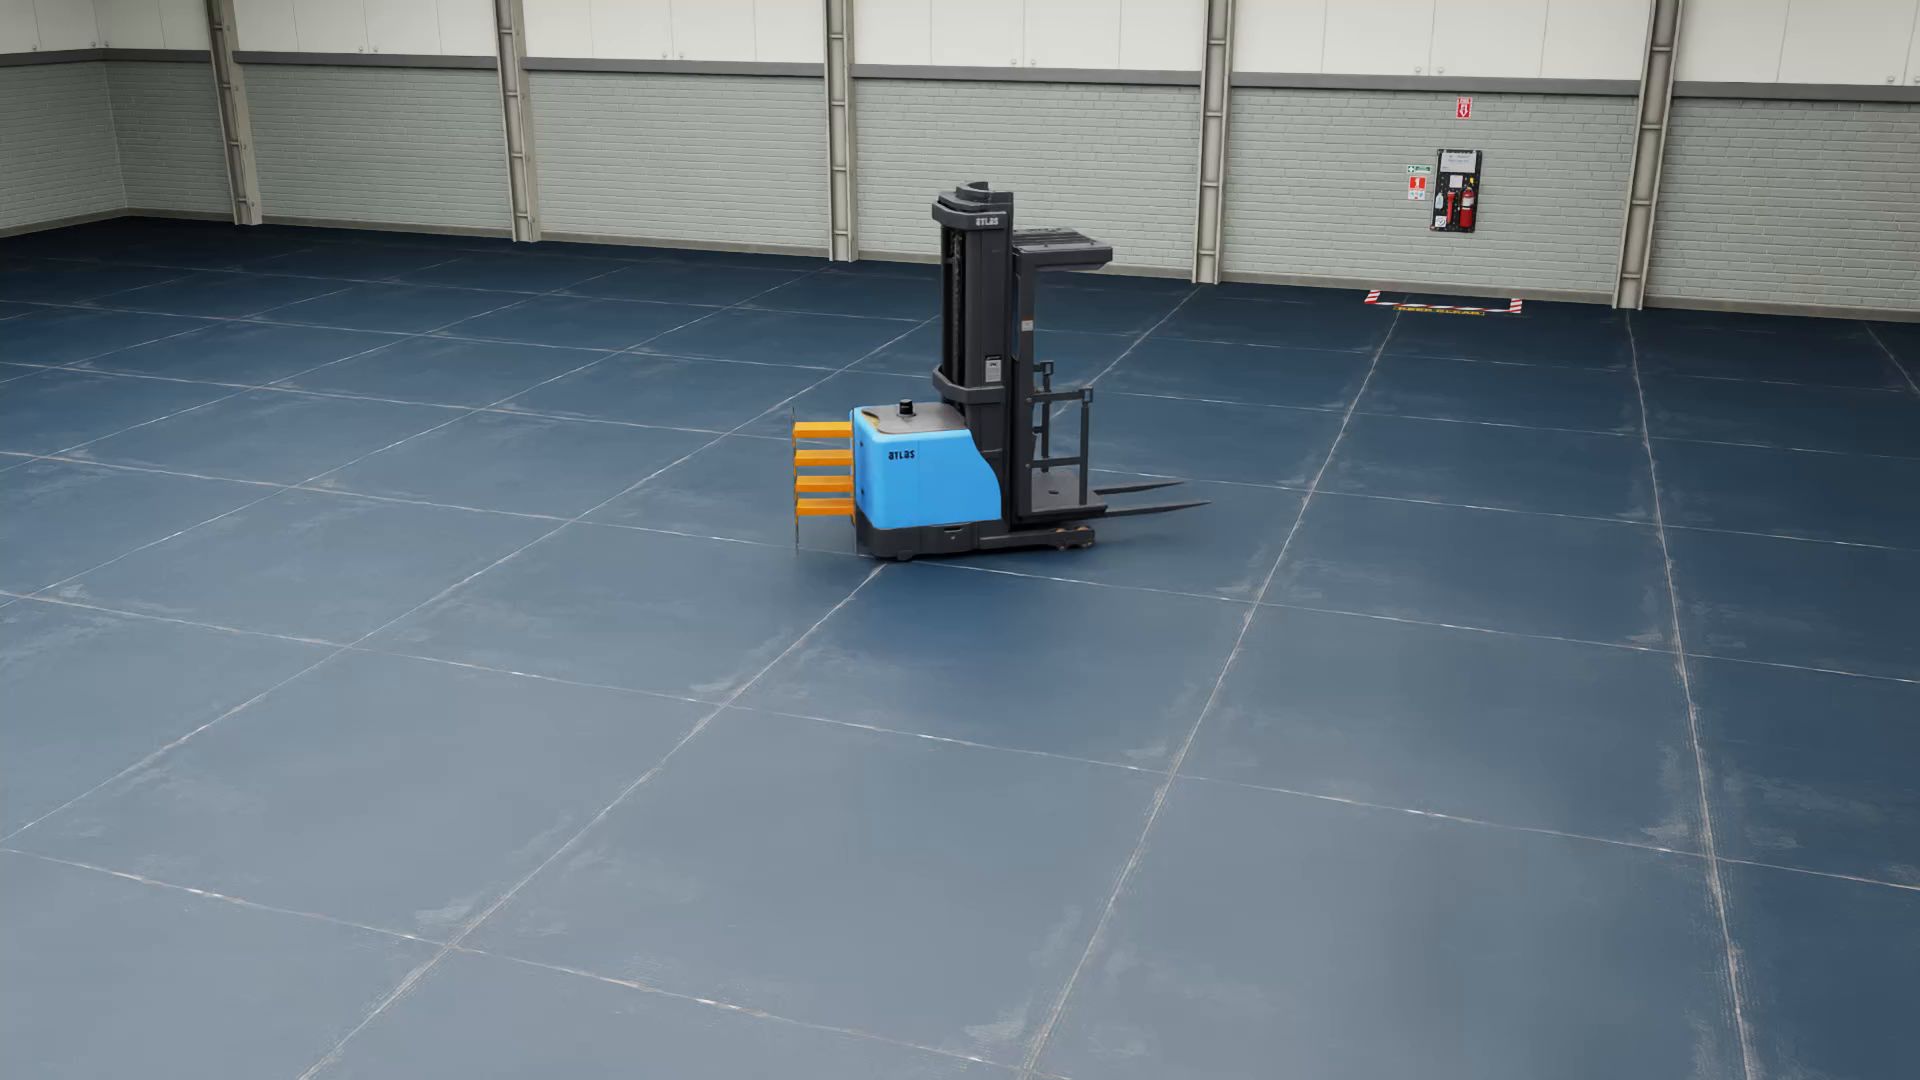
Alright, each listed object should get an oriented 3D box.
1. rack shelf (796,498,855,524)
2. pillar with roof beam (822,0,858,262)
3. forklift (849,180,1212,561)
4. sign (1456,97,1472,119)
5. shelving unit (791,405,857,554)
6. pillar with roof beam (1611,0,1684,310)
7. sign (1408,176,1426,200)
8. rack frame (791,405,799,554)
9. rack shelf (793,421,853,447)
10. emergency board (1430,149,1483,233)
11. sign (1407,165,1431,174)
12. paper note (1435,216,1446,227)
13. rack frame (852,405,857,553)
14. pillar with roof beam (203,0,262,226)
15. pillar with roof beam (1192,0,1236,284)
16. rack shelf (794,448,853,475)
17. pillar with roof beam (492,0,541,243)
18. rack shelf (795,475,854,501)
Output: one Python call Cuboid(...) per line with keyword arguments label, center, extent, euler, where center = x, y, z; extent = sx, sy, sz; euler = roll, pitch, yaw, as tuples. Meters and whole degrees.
Cuboid(label="rack shelf", center=(-1.113, -0.245, 13.765), extent=(0.480, 0.148, 0.258), euler=(-1, 19, -2))
Cuboid(label="pillar with roof beam", center=(-3.314, -7.503, 21.929), extent=(0.400, 9.000, 9.100), euler=(7, 20, 18))
Cuboid(label="forklift", center=(0.631, -1.469, 13.839), extent=(3.031, 2.935, 1.130), euler=(-5, 20, -15))
Cuboid(label="sign", center=(7.137, -6.117, 23.547), extent=(0.199, 0.298, 0.001), euler=(7, 20, 18))
Cuboid(label="shelving unit", center=(-1.113, -0.496, 13.677), extent=(0.503, 1.200, 0.258), euler=(-1, 19, -2))
Cuboid(label="pillar with roof beam", center=(8.021, -6.206, 18.210), extent=(0.400, 9.000, 9.100), euler=(7, 20, 18))
Cuboid(label="sign", center=(6.624, -5.100, 24.095), extent=(0.234, 0.329, 0.001), euler=(7, 20, 18))
Cuboid(label="rack frame", center=(-1.356, -0.493, 13.667), extent=(0.015, 1.200, 0.240), euler=(-1, 19, -2))
Cuboid(label="rack shelf", center=(-1.113, -0.867, 13.548), extent=(0.480, 0.148, 0.258), euler=(-1, 19, -2))
Cuboid(label="emergency board", center=(7.112, -4.991, 23.837), extent=(0.643, 1.169, 0.194), euler=(7, 20, 18))
Cuboid(label="sign", center=(6.625, -5.347, 23.998), extent=(0.331, 0.109, 0.001), euler=(7, 20, 18))
Cuboid(label="paper note", center=(6.968, -4.616, 24.099), extent=(0.142, 0.148, 0.016), euler=(7, 20, 18))
Cuboid(label="rack frame", center=(-0.869, -0.500, 13.687), extent=(0.015, 1.200, 0.240), euler=(-1, 19, -2))
Cuboid(label="pillar with roof beam", center=(-14.650, -8.799, 25.647), extent=(0.400, 9.000, 9.100), euler=(7, 20, 18))
Cuboid(label="pillar with roof beam", center=(2.353, -6.855, 20.069), extent=(0.400, 9.000, 9.100), euler=(7, 20, 18))
Cuboid(label="rack shelf", center=(-1.113, -0.644, 13.626), extent=(0.480, 0.148, 0.258), euler=(-1, 19, -2))
Cuboid(label="pillar with roof beam", center=(-8.982, -8.151, 23.788), extent=(0.400, 9.000, 9.100), euler=(7, 20, 18))
Cuboid(label="rack shelf", center=(-1.113, -0.433, 13.699), extent=(0.480, 0.148, 0.258), euler=(-1, 19, -2))
